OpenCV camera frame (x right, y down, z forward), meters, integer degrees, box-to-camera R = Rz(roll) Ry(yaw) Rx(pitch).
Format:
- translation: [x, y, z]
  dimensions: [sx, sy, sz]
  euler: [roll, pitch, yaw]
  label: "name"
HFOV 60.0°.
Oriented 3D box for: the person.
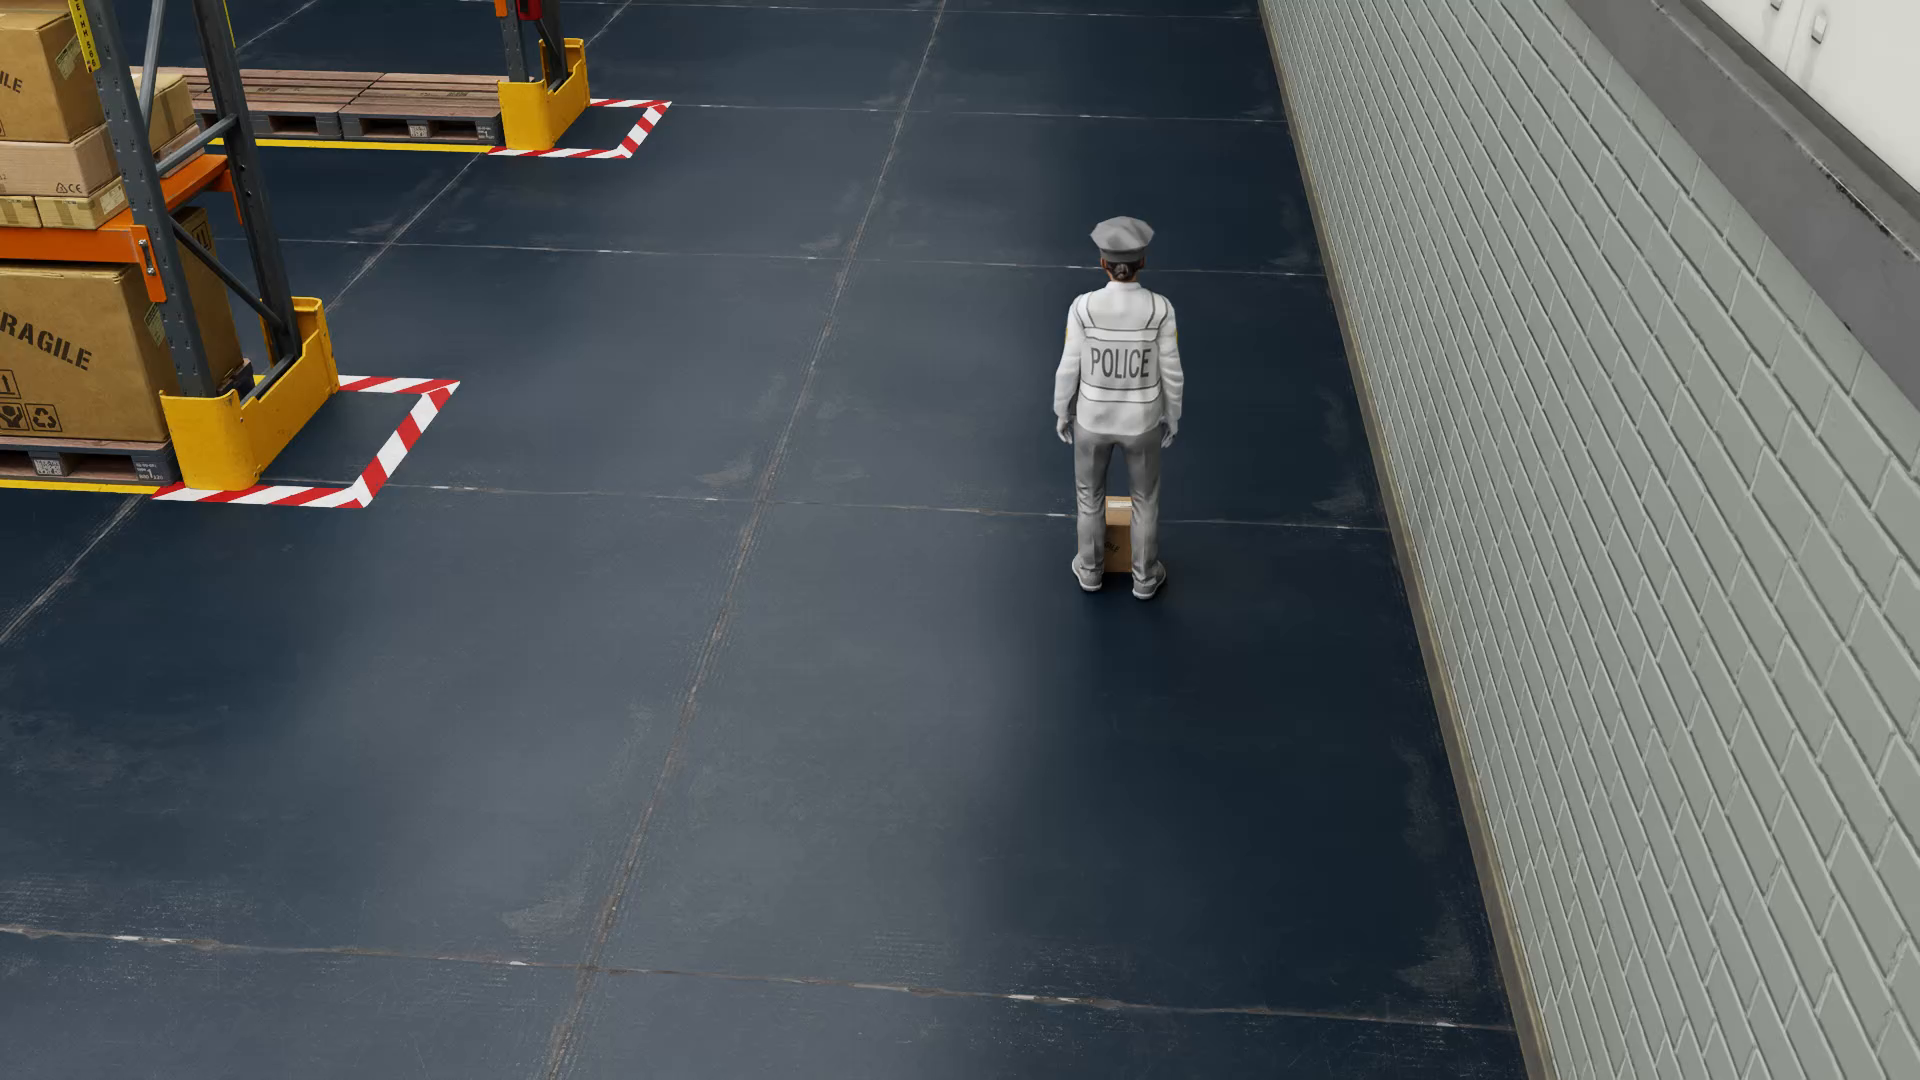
- translation: [0.657, -0.507, 6.939]
  dimensions: [0.529, 1.664, 0.403]
  euler: [3, 32, 4]
  label: "person"
